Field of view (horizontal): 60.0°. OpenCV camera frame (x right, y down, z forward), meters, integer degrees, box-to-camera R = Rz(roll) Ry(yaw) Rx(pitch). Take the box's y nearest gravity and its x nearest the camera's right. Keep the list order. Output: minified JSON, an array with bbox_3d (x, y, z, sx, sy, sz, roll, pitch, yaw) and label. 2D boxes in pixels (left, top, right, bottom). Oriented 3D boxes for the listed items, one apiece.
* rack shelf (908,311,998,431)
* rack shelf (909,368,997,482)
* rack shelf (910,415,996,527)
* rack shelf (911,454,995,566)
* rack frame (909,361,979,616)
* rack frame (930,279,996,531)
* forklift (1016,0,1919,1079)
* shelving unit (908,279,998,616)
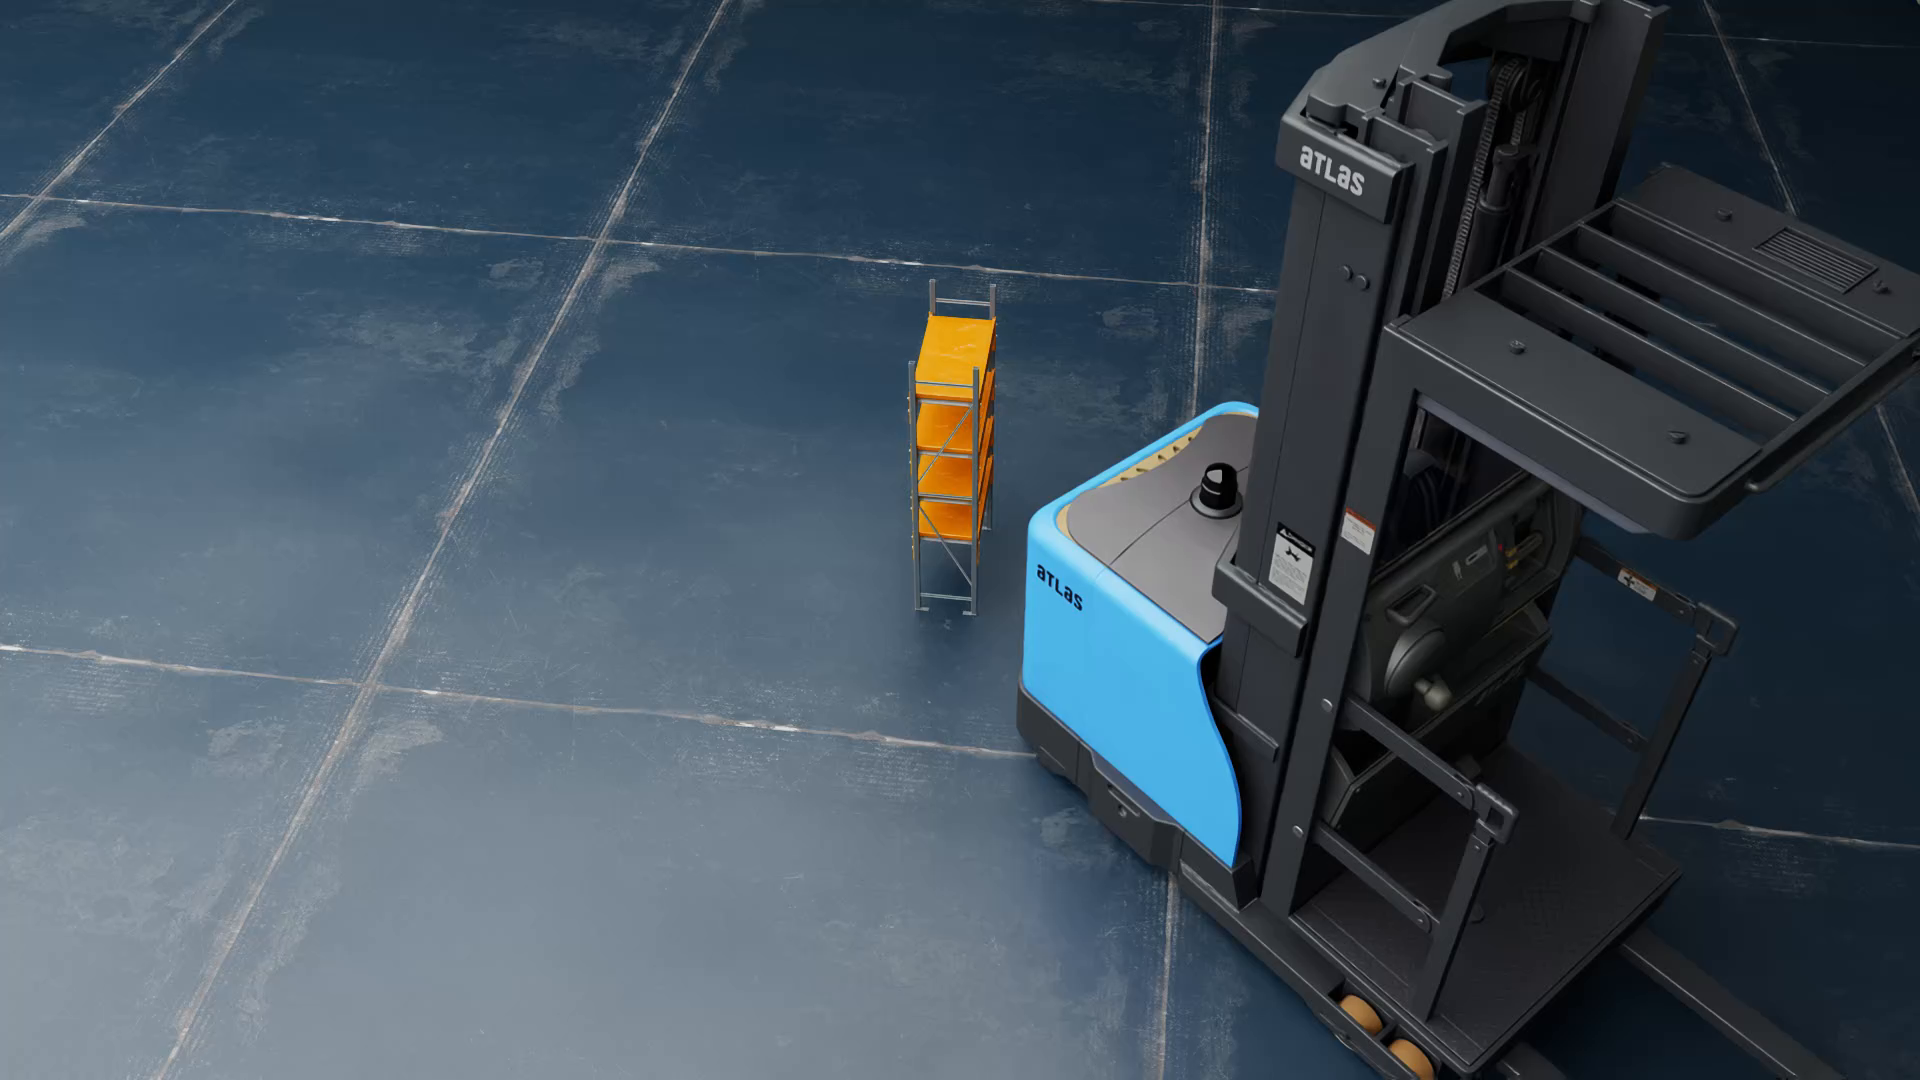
[{"bbox_3d":[-0.022,-0.608,5.948,0.258,0.148,0.480,5,44,6],"label":"rack shelf"},{"bbox_3d":[-0.022,-0.436,6.111,0.258,0.148,0.480,5,44,6],"label":"rack shelf"},{"bbox_3d":[-0.022,-0.274,6.265,0.258,0.148,0.480,5,44,6],"label":"rack shelf"},{"bbox_3d":[-0.022,-0.130,6.401,0.258,0.148,0.480,5,44,6],"label":"rack shelf"},{"bbox_3d":[-0.054,-0.157,6.043,0.240,1.200,0.015,5,44,6],"label":"rack frame"},{"bbox_3d":[0.010,-0.489,6.394,0.240,1.200,0.015,5,44,6],"label":"rack frame"},{"bbox_3d":[1.534,0.202,4.404,1.130,2.935,3.031,-30,51,-28],"label":"forklift"},{"bbox_3d":[-0.022,-0.323,6.218,0.258,1.200,0.503,5,44,6],"label":"shelving unit"}]
